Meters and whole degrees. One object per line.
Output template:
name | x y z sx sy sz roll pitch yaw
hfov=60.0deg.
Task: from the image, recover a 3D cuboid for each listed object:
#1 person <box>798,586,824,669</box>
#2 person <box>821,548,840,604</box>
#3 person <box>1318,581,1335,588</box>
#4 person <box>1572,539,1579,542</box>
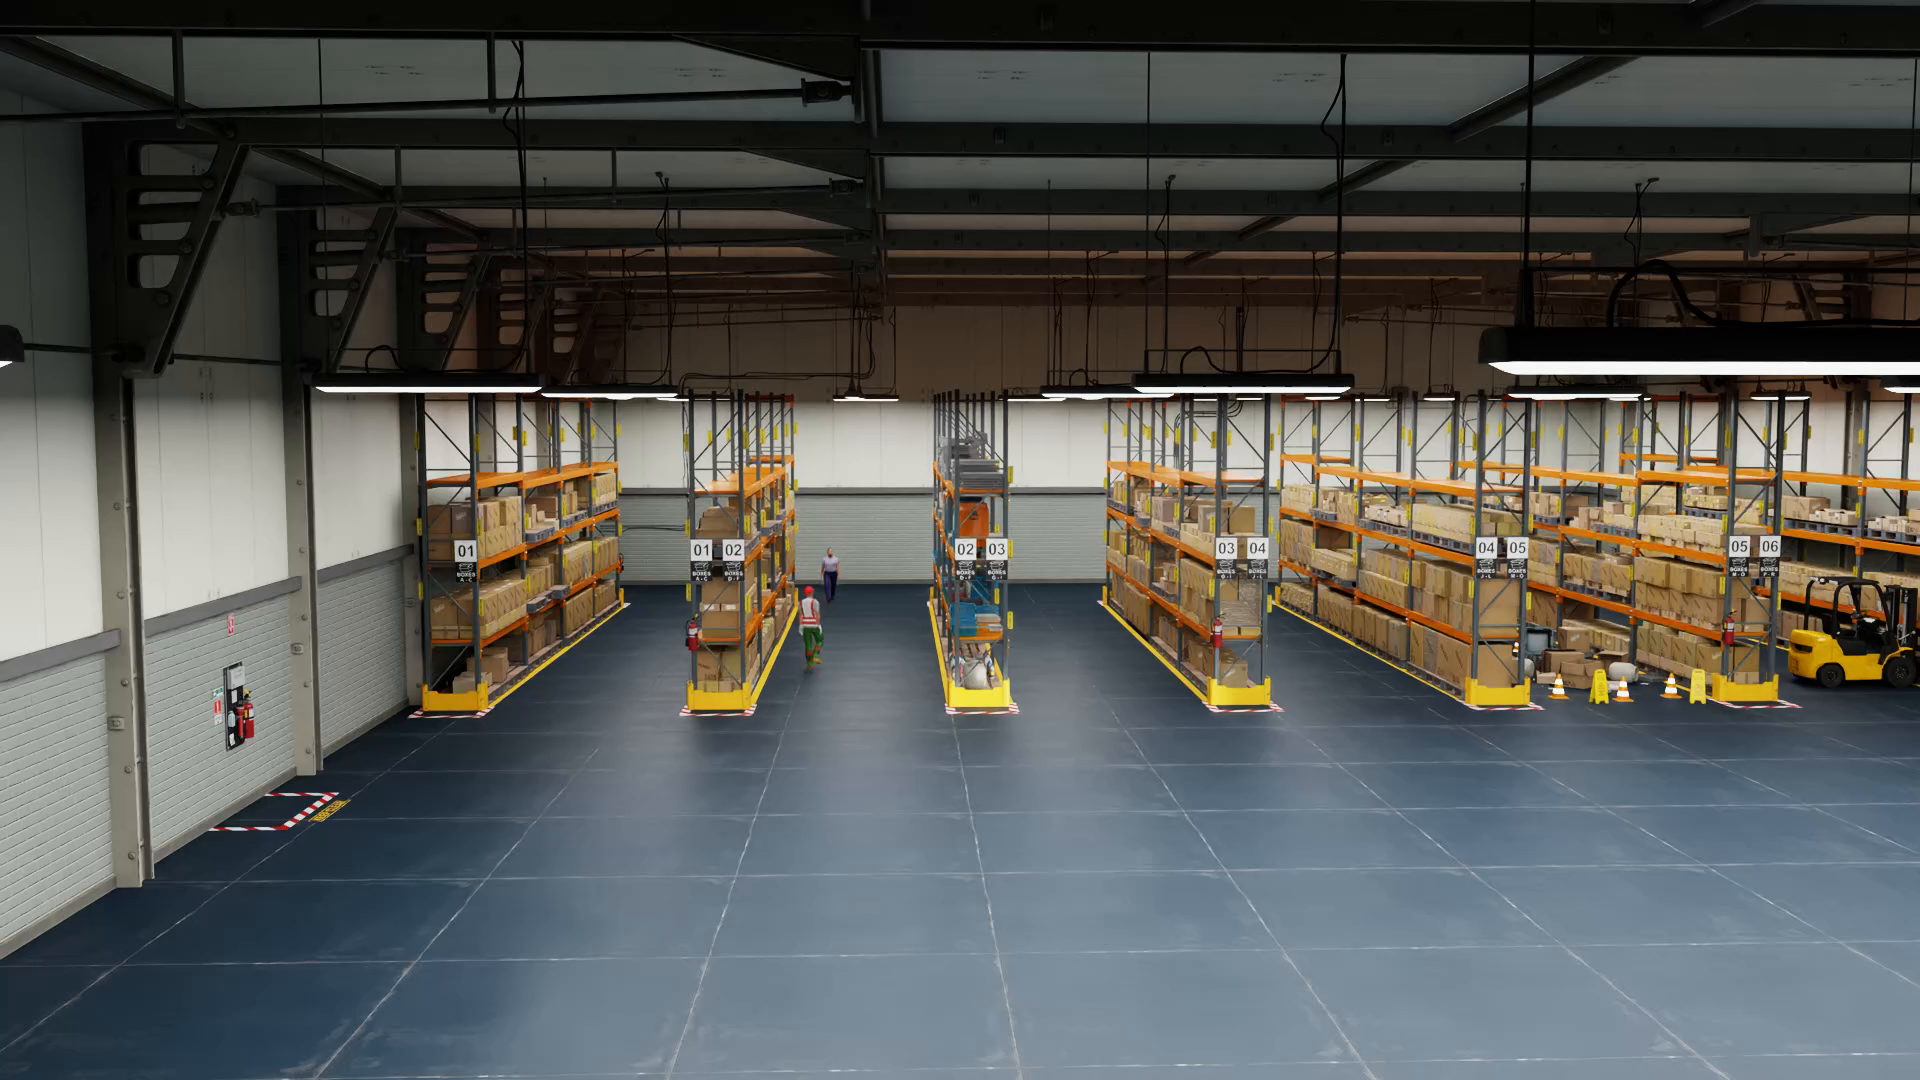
person | -3.247 1.892 36.028 0.579 1.781 0.503 1 5 8
person | -3.721 1.013 47.824 0.518 1.583 1.064 -1 5 -12
person | 10.684 0.954 48.745 0.766 1.662 0.590 3 5 32
person | 18.556 0.794 50.068 0.964 1.690 0.538 -1 5 -9
